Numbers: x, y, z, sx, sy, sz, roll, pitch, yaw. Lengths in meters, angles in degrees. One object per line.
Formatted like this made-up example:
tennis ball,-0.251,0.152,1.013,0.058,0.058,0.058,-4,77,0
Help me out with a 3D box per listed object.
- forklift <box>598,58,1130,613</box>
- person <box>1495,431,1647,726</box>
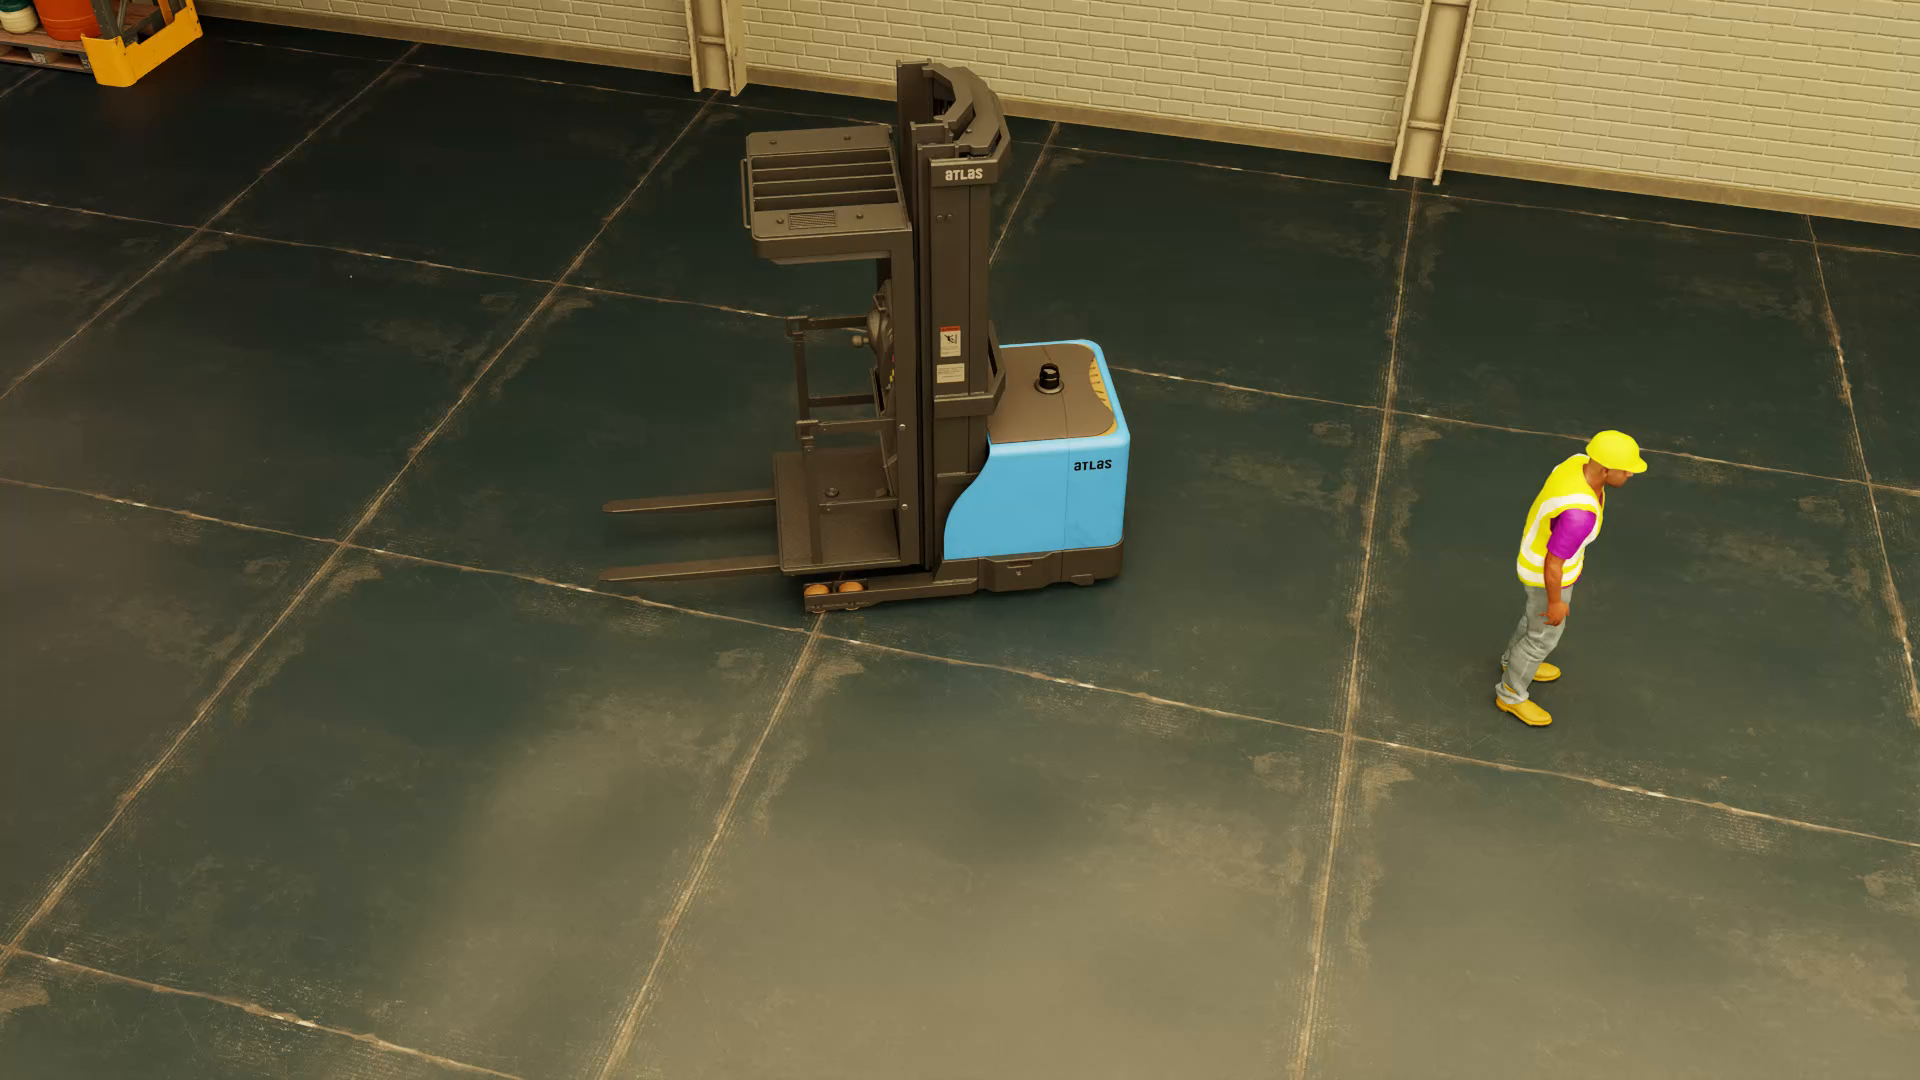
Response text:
forklift,-0.604,-1.052,9.062,3.031,2.935,1.130,-5,41,-5
person,3.103,0.152,8.579,0.461,1.761,0.627,16,44,17
